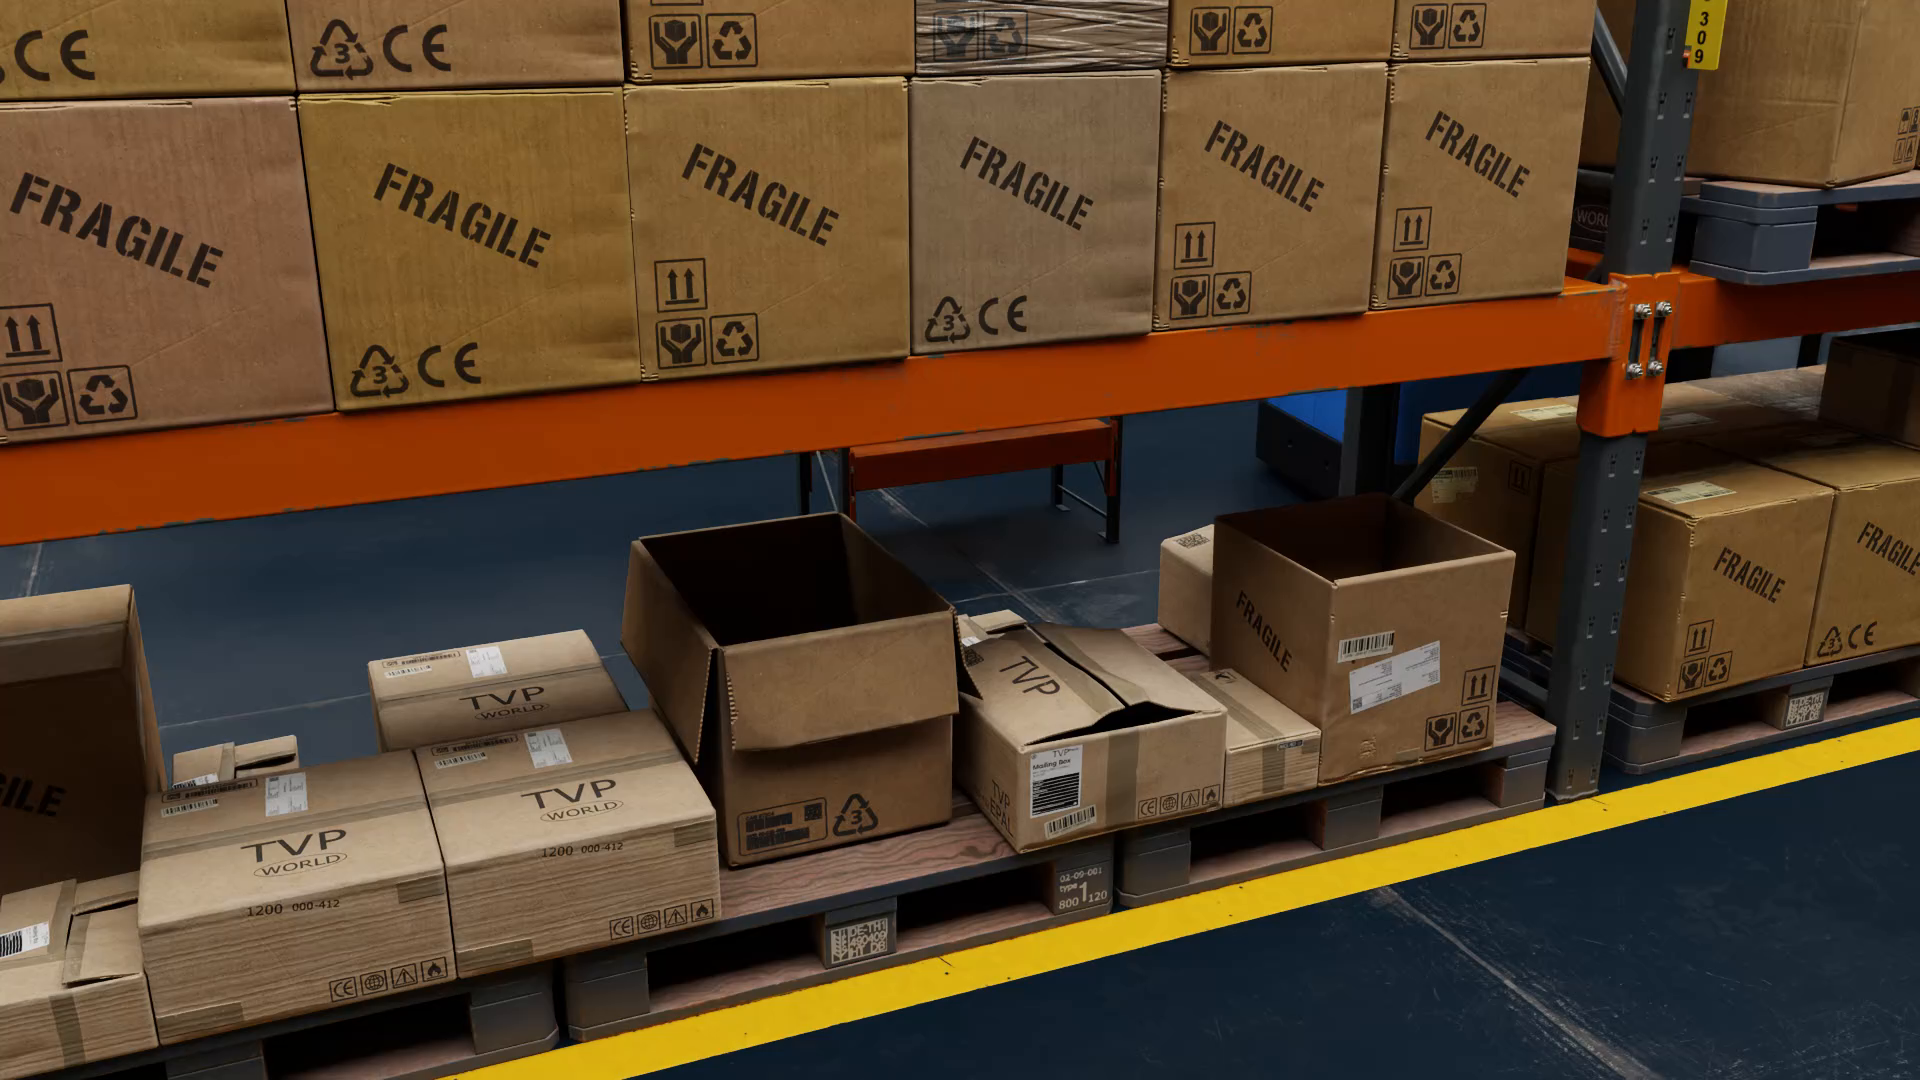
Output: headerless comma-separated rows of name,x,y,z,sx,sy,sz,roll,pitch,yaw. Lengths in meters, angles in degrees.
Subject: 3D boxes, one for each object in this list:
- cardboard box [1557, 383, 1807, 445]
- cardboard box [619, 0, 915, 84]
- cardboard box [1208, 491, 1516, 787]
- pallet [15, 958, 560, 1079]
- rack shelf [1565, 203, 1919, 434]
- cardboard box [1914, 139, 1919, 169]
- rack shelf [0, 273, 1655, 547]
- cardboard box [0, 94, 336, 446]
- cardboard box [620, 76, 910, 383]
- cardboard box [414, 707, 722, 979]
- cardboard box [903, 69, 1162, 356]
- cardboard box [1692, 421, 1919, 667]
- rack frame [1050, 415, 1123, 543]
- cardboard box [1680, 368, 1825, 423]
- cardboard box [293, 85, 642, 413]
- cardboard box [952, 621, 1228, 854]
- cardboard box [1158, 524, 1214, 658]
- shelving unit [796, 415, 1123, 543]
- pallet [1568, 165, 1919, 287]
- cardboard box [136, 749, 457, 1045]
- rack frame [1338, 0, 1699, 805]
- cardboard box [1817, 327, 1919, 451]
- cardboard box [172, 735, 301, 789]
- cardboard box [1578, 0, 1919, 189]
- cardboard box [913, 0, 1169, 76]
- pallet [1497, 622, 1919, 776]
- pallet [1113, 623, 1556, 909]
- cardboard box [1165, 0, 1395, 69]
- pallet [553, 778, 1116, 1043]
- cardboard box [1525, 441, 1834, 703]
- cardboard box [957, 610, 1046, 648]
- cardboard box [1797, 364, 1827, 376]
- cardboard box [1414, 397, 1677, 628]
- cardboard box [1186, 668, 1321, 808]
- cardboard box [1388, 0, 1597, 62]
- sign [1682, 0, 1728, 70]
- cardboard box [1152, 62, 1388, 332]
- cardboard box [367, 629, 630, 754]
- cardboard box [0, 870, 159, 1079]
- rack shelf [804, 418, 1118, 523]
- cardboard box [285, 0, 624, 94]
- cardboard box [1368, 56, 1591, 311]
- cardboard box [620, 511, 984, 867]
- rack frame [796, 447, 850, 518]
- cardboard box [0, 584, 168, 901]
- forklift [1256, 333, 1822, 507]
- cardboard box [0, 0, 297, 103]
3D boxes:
cardboard box,2.149,-0.158,5.055,0.500,0.500,0.500,-8,21,-22
cardboard box,-0.405,-1.087,2.938,0.500,0.500,0.500,-8,21,-22
cardboard box,0.941,0.219,3.986,0.500,0.500,0.500,-8,21,-22
pallet,-1.519,0.812,3.398,1.213,0.211,1.003,-8,21,-22
rack shelf,3.188,-0.838,4.969,4.000,0.370,1.077,-8,21,-22
cardboard box,2.482,-1.264,4.311,0.500,0.500,0.700,-5,20,-13
rack shelf,-0.484,-0.312,3.475,4.000,0.370,1.077,-8,21,-22
cardboard box,-1.337,-0.483,2.726,0.500,0.500,0.500,-8,21,-22
cardboard box,-0.416,-0.613,3.097,0.500,0.500,0.500,-8,21,-21
cardboard box,-0.791,0.585,3.323,0.500,0.250,0.500,-8,21,-22
cardboard box,0.051,-0.681,3.289,0.500,0.500,0.500,-8,21,-21
cardboard box,2.378,-0.006,4.623,0.500,0.500,0.500,-8,21,-21
rack frame,0.461,-0.597,6.023,0.032,1.125,0.500,-8,21,-22
cardboard box,2.609,-0.224,5.242,0.500,0.500,0.500,-8,21,-21
cardboard box,-0.875,-0.548,2.911,0.500,0.500,0.500,-8,21,-22
cardboard box,0.253,0.406,3.737,0.500,0.311,0.500,-8,21,-22
cardboard box,0.881,0.136,4.507,0.500,0.311,0.500,-8,21,-22
shelving unit,-0.006,-0.530,5.833,1.048,1.125,0.538,-8,21,-22
pallet,2.129,-0.896,4.339,1.213,0.211,1.003,-8,21,-22
cardboard box,-1.250,0.650,3.136,0.500,0.250,0.500,-8,21,-22
rack frame,1.352,-0.914,4.103,0.127,3.000,1.000,-8,21,-22
cardboard box,2.811,-0.418,4.663,0.500,0.250,0.500,-8,21,-22
cardboard box,-1.512,0.568,3.496,0.250,0.166,0.380,-8,21,-22
cardboard box,1.876,-1.154,4.000,0.500,0.500,0.700,-17,26,-40
cardboard box,0.058,-1.153,3.125,0.500,0.500,0.500,-8,21,-21
pallet,2.084,0.282,4.902,1.213,0.211,1.003,-8,21,-22
pallet,0.721,0.491,4.310,1.213,0.211,1.003,-8,21,-22
cardboard box,0.521,-1.220,3.313,0.500,0.500,0.500,-9,21,-23
pallet,-0.401,0.653,3.851,1.213,0.211,1.003,-8,21,-22
cardboard box,1.893,0.068,4.414,0.500,0.500,0.500,-9,21,-24
cardboard box,0.091,0.321,4.199,0.250,0.166,0.380,-8,21,-22
cardboard box,3.076,-0.291,5.434,0.500,0.500,0.500,-9,21,-24
cardboard box,1.692,-0.095,4.877,0.500,0.500,0.500,-8,21,-22
cardboard box,0.621,0.452,3.852,0.250,0.149,0.380,-8,21,-22
cardboard box,0.990,-1.288,3.507,0.500,0.500,0.500,-8,21,-22
sign,1.574,-1.158,3.492,0.005,0.325,0.100,-8,21,-22
cardboard box,0.522,-0.749,3.483,0.500,0.500,0.500,-8,21,-20
cardboard box,-1.035,0.439,3.737,0.500,0.250,0.500,-8,21,-22
cardboard box,-1.571,0.757,2.958,0.250,0.166,0.380,-8,21,-22
rack shelf,-0.006,-0.299,5.914,1.000,0.278,0.538,-8,21,-22
cardboard box,-0.871,-1.020,2.747,0.500,0.500,0.500,-8,21,-21
cardboard box,0.995,-0.818,3.677,0.500,0.500,0.500,-8,21,-21
cardboard box,-0.371,0.304,3.738,0.637,0.503,0.797,-8,21,-22
rack frame,-0.473,-0.463,5.643,0.032,1.125,0.500,-8,21,-22
cardboard box,-1.919,0.437,3.367,0.500,0.500,0.500,-8,21,-22
forklift,2.781,-1.652,6.301,3.031,2.935,1.130,-5,20,-15
cardboard box,-1.332,-0.956,2.565,0.500,0.500,0.500,-8,21,-21
